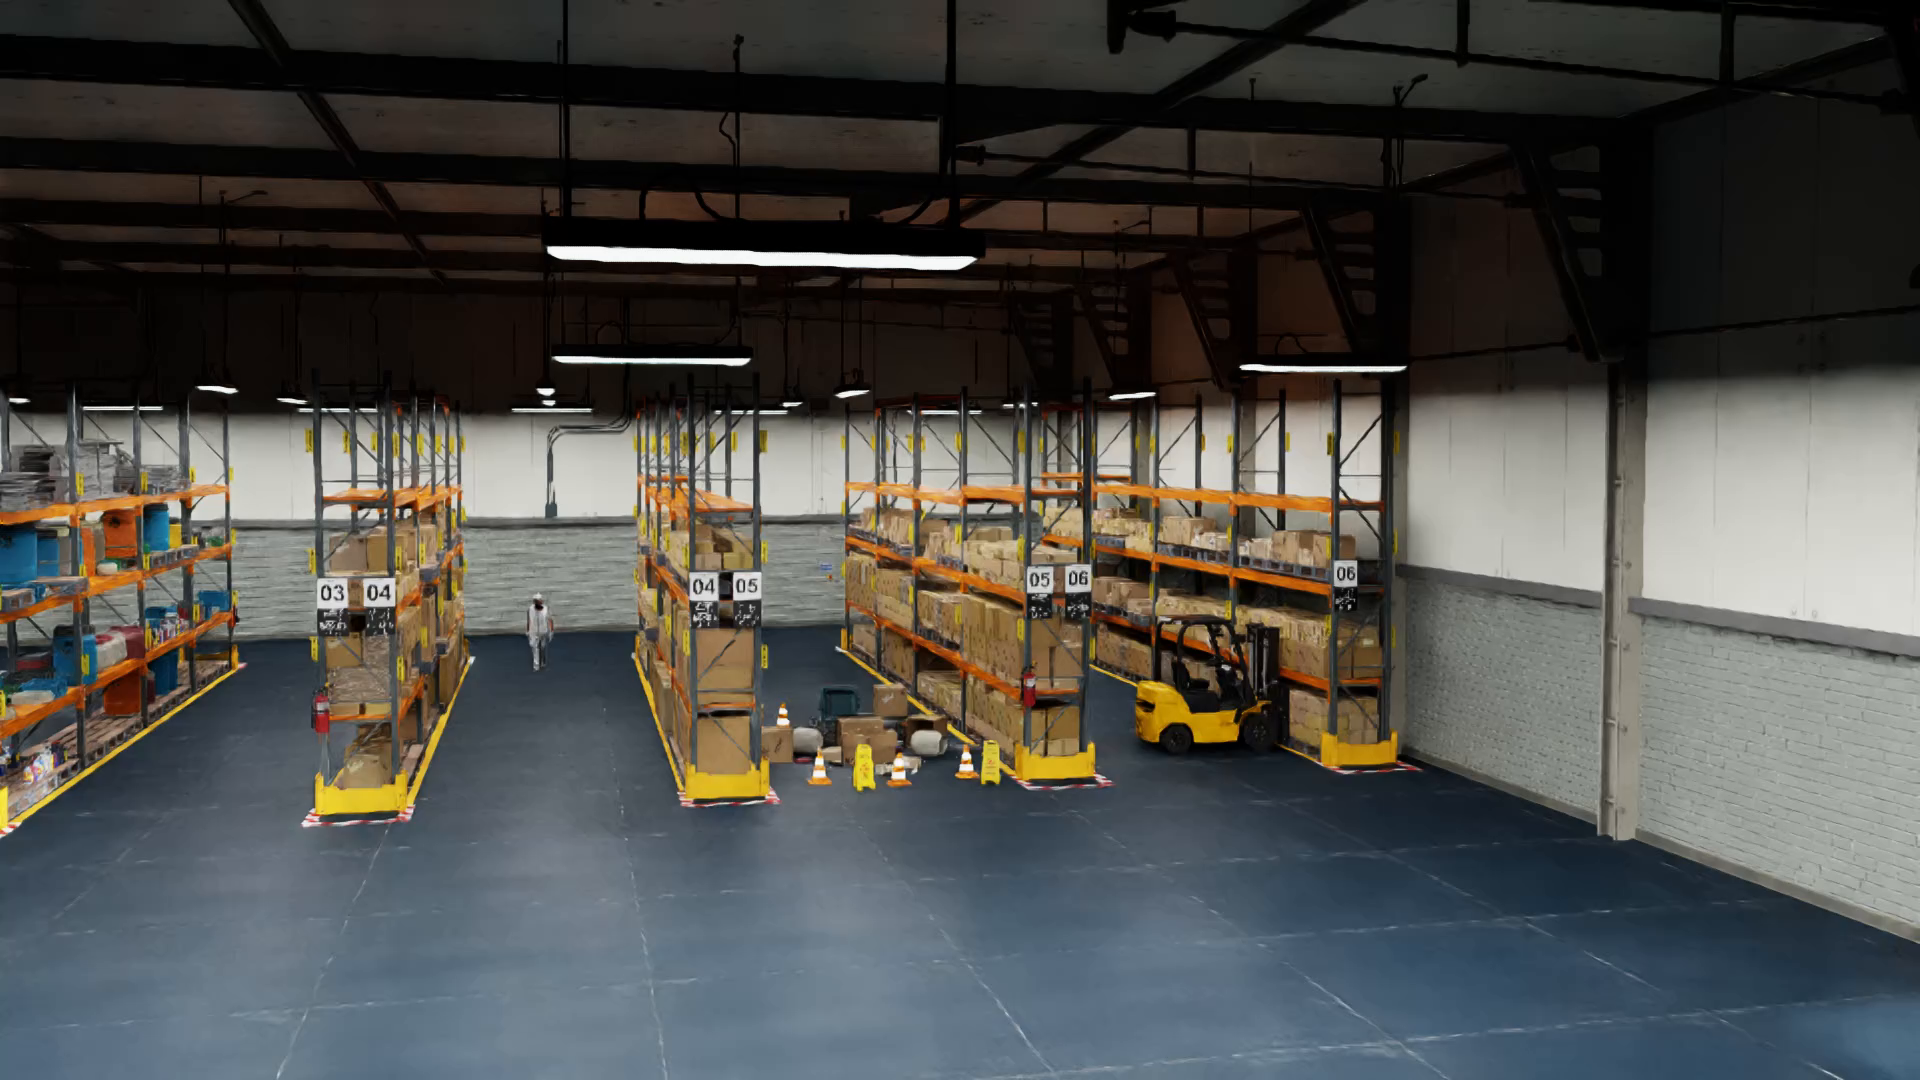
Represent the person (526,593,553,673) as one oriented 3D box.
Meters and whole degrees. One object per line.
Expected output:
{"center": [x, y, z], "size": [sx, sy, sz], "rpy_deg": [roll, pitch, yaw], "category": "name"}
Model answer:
{"center": [-9.233, 2.028, 36.539], "size": [0.579, 1.732, 1.042], "rpy_deg": [-1, 3, -14], "category": "person"}
